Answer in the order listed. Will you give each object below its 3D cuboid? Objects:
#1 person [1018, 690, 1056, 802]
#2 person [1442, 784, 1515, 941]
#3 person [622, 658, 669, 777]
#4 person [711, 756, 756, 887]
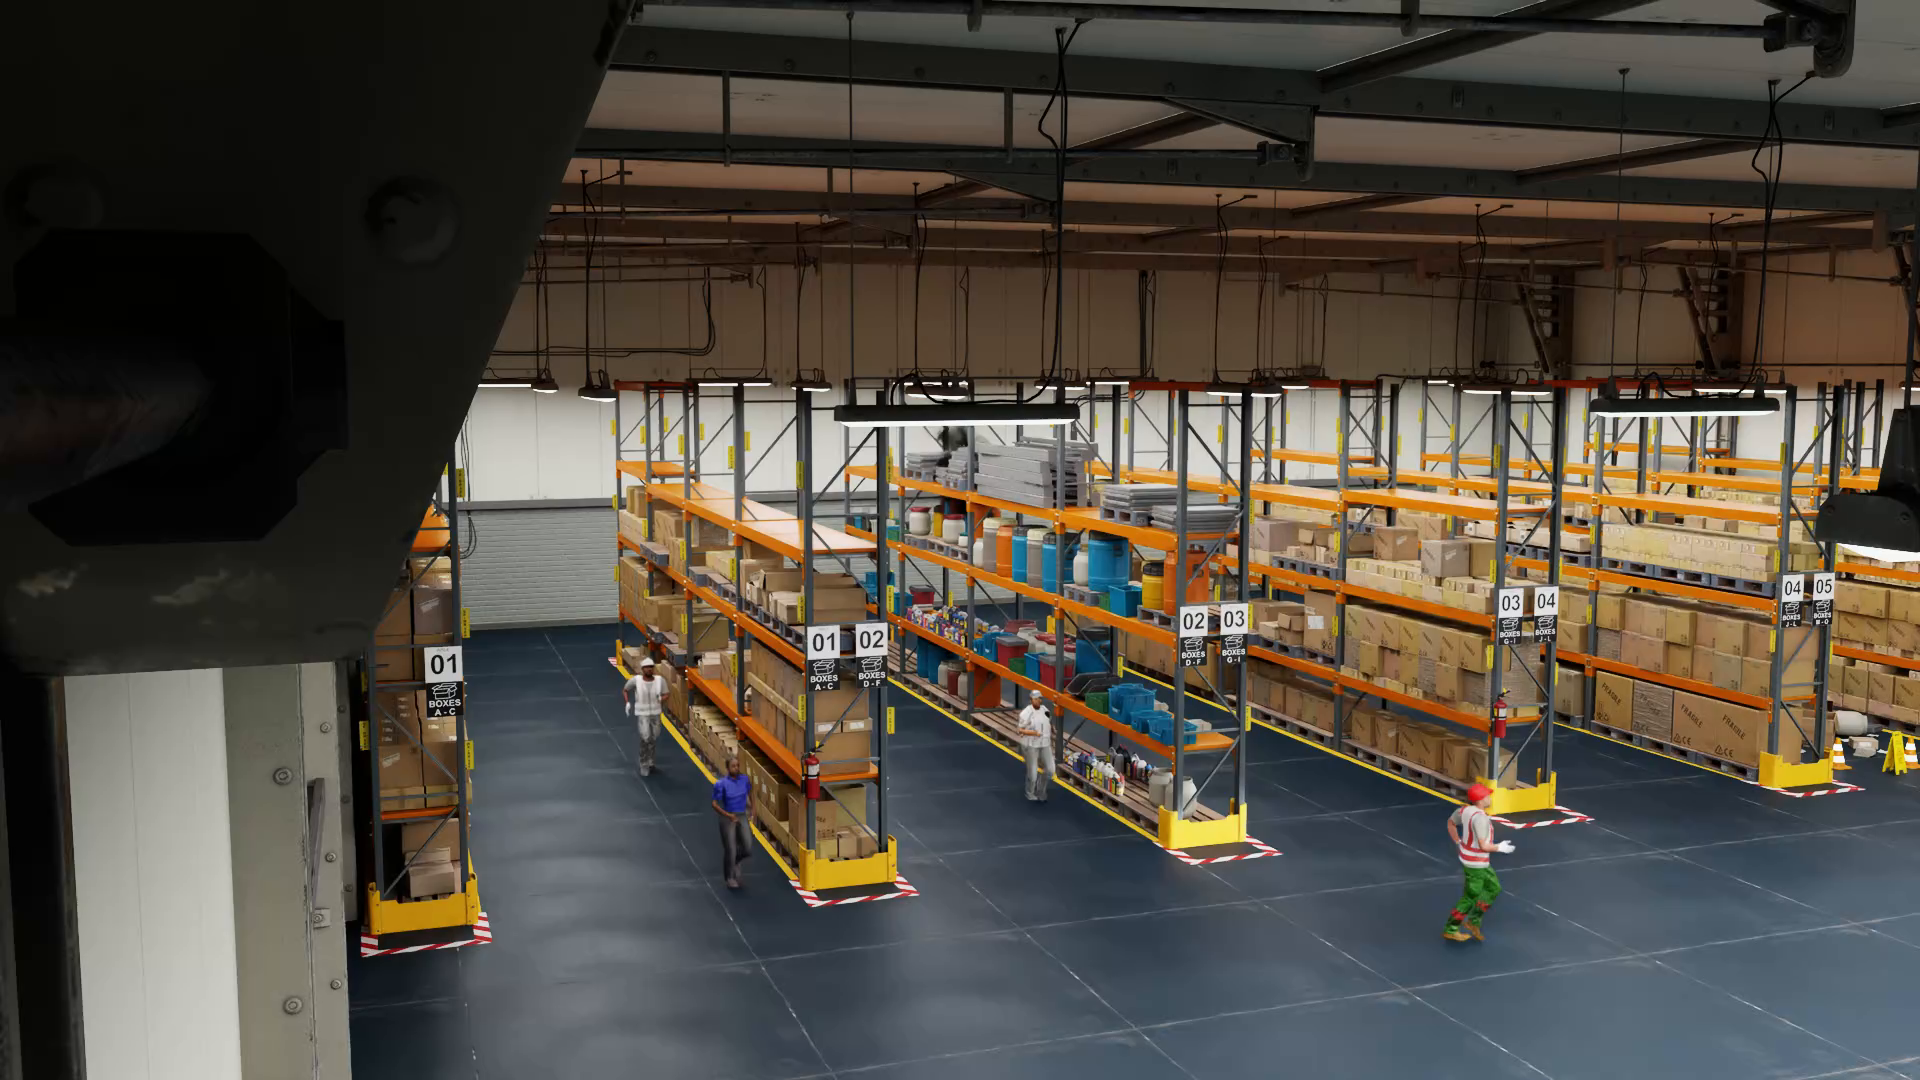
[{"bbox_3d":[1.139,2.985,23.975,0.589,1.652,0.596,-2,6,-21],"label":"person"},{"bbox_3d":[5.650,3.542,18.120,0.717,1.802,0.639,1,6,8],"label":"person"},{"bbox_3d":[-4.818,2.732,25.707,0.656,1.824,0.744,-3,7,-27],"label":"person"},{"bbox_3d":[-2.695,3.411,20.088,0.618,1.595,0.548,-4,7,-33],"label":"person"}]
